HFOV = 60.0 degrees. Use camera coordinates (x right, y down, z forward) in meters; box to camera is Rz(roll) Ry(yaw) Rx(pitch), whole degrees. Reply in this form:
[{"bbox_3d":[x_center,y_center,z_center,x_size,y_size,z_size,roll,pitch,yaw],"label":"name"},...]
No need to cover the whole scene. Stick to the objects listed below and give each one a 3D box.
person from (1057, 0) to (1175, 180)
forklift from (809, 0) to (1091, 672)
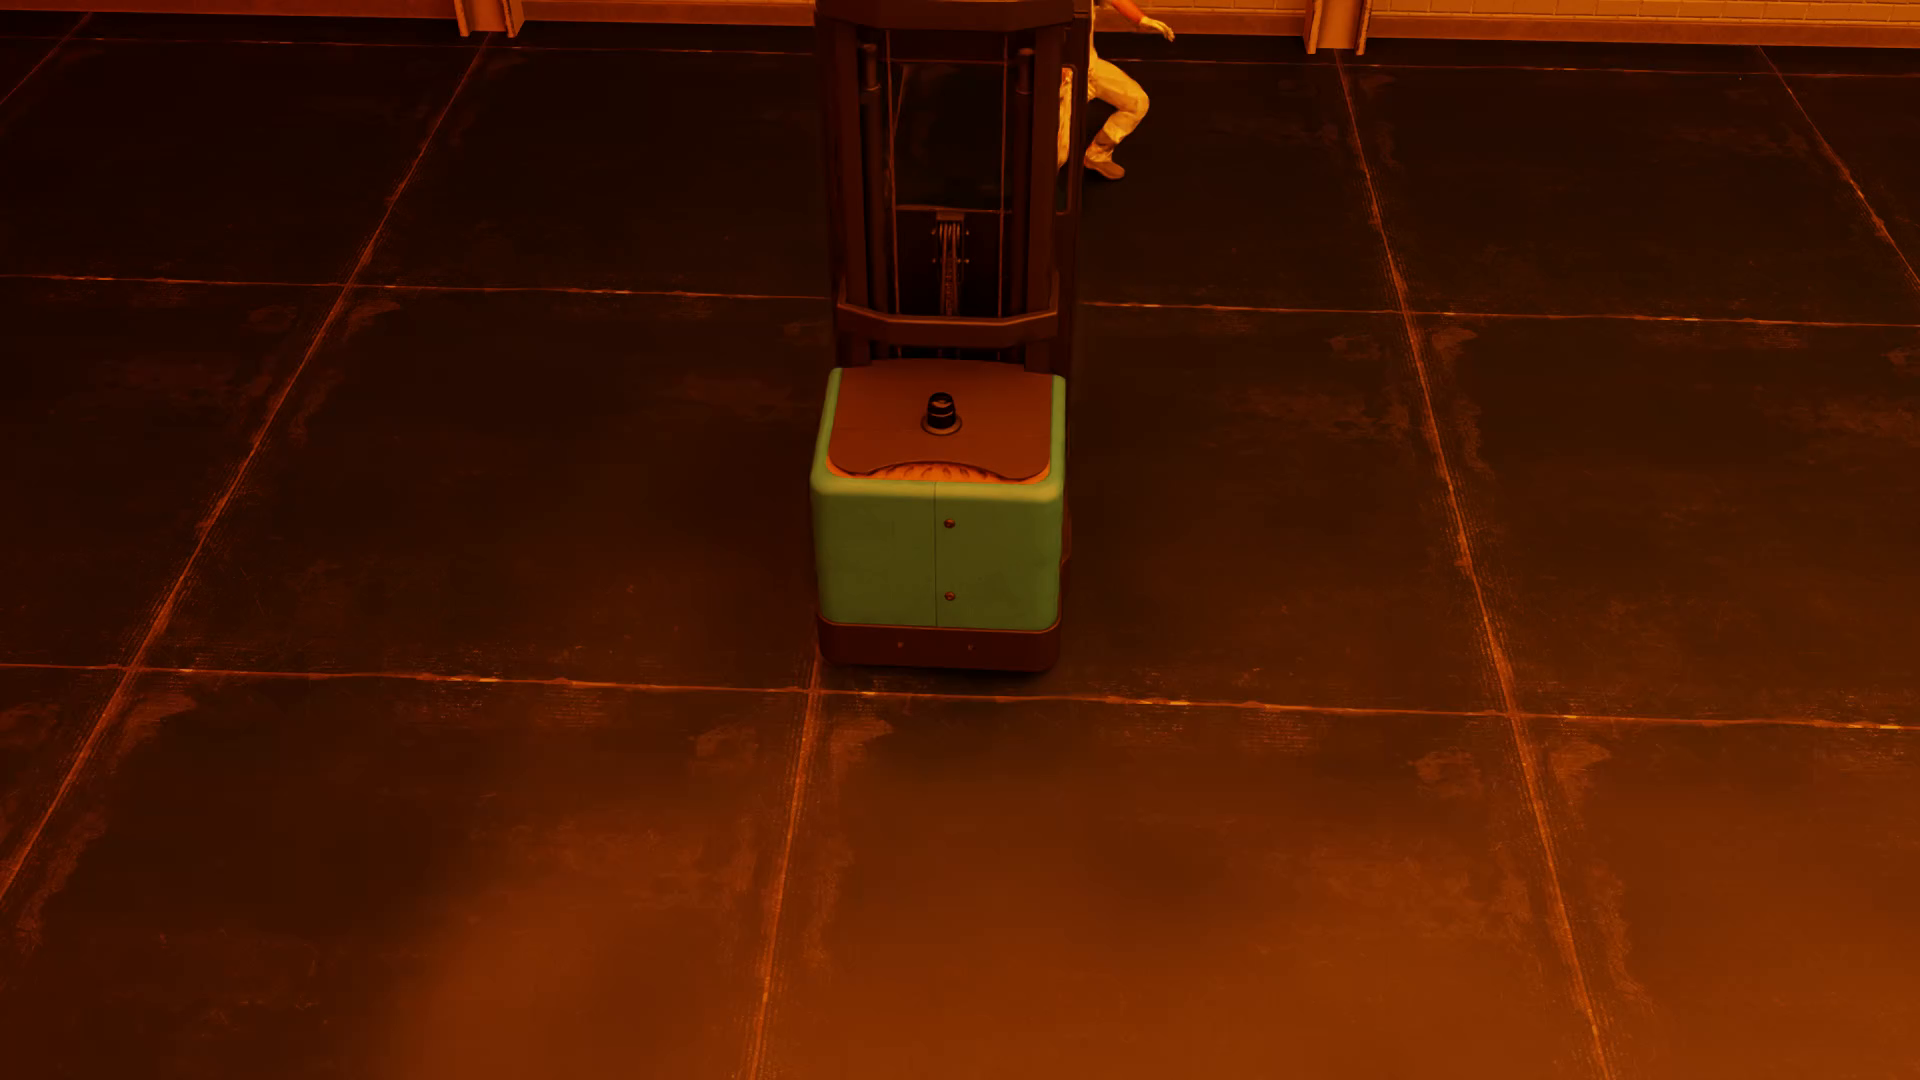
[{"bbox_3d":[0.756,-2.712,9.693,0.960,1.541,0.773,-28,49,-27],"label":"person"},{"bbox_3d":[-0.014,-1.495,7.380,1.130,2.935,3.031,2,42,2],"label":"forklift"}]
